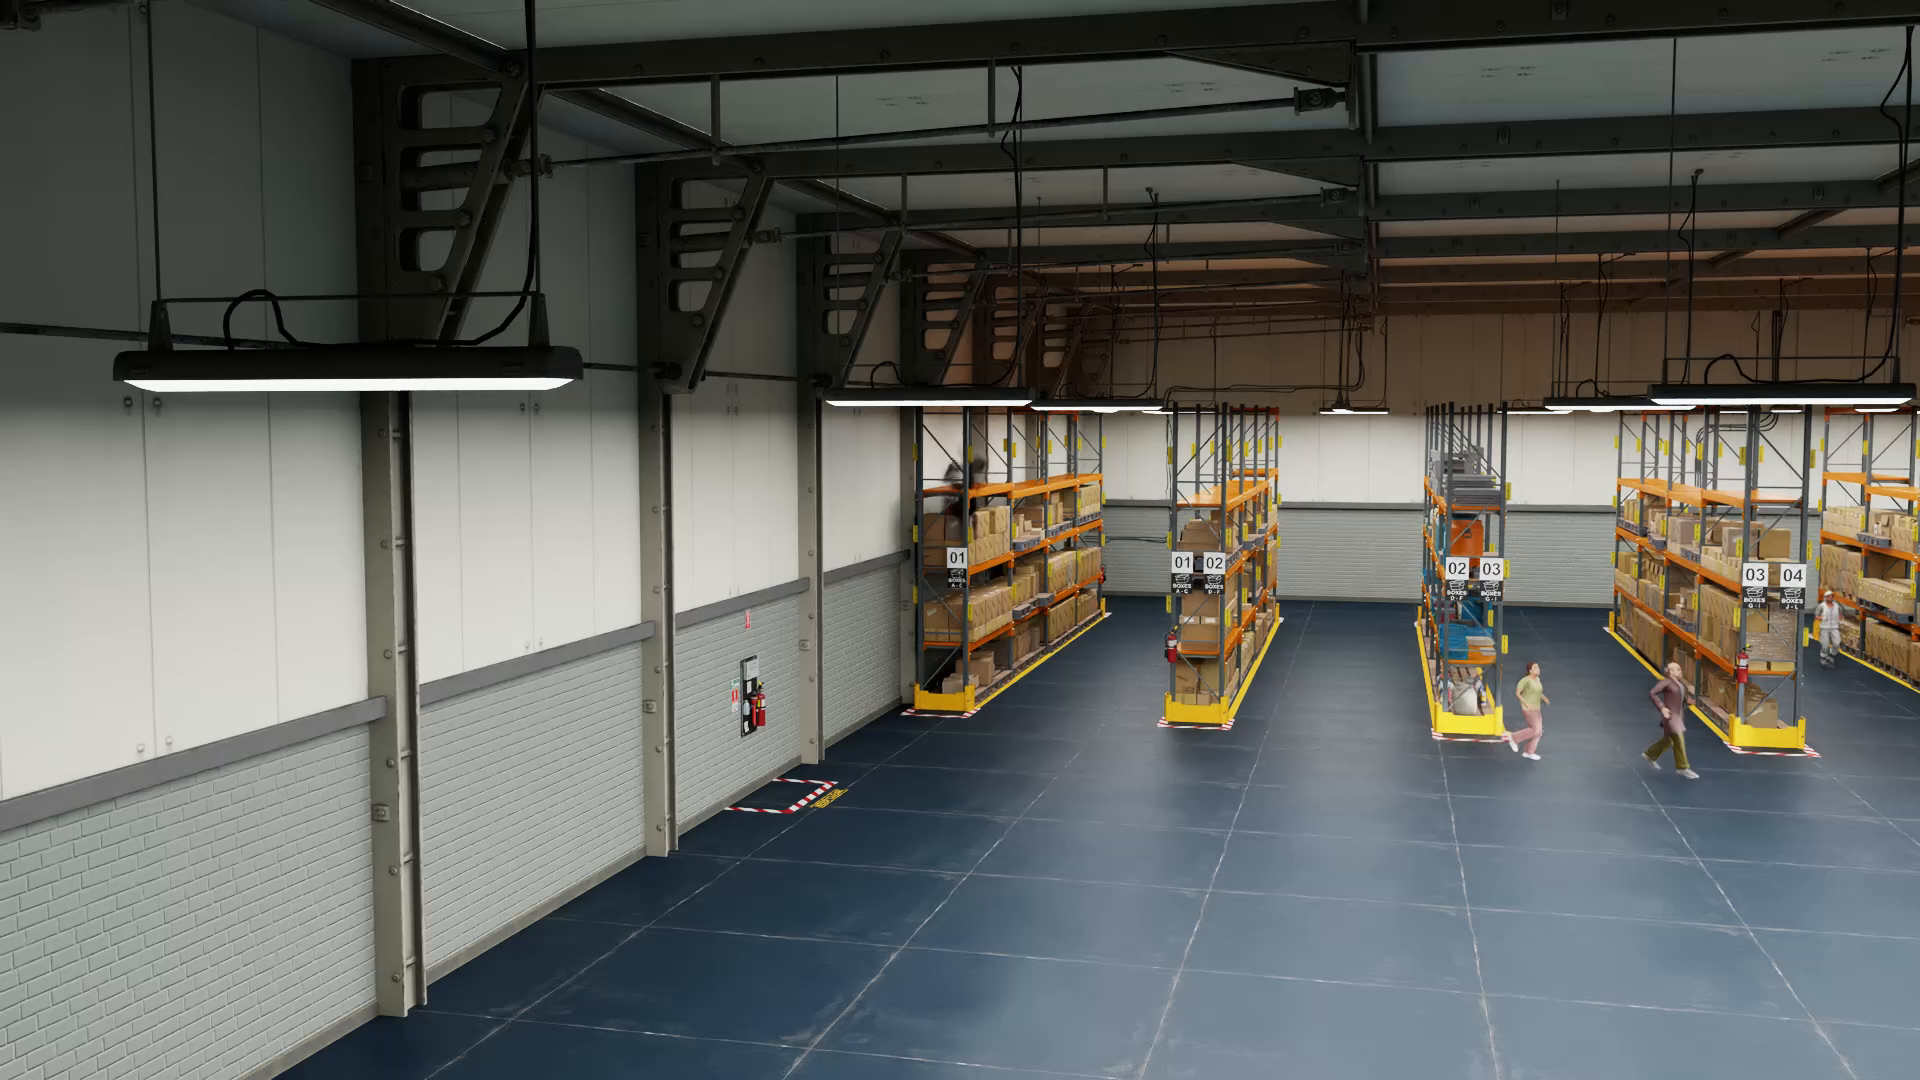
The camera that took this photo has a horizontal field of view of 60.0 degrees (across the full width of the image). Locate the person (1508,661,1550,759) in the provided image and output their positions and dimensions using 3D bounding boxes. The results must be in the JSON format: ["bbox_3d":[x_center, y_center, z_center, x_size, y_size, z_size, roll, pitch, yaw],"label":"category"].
[{"bbox_3d":[9.592,2.858,27.984,0.574,1.620,0.585,-4,6,-40],"label":"person"}]

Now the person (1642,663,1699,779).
[{"bbox_3d":[11.368,2.848,26.565,0.958,1.792,0.705,4,6,43],"label":"person"}]

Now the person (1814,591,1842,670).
[{"bbox_3d":[19.740,2.051,37.725,0.634,1.795,0.655,1,4,13],"label":"person"}]
